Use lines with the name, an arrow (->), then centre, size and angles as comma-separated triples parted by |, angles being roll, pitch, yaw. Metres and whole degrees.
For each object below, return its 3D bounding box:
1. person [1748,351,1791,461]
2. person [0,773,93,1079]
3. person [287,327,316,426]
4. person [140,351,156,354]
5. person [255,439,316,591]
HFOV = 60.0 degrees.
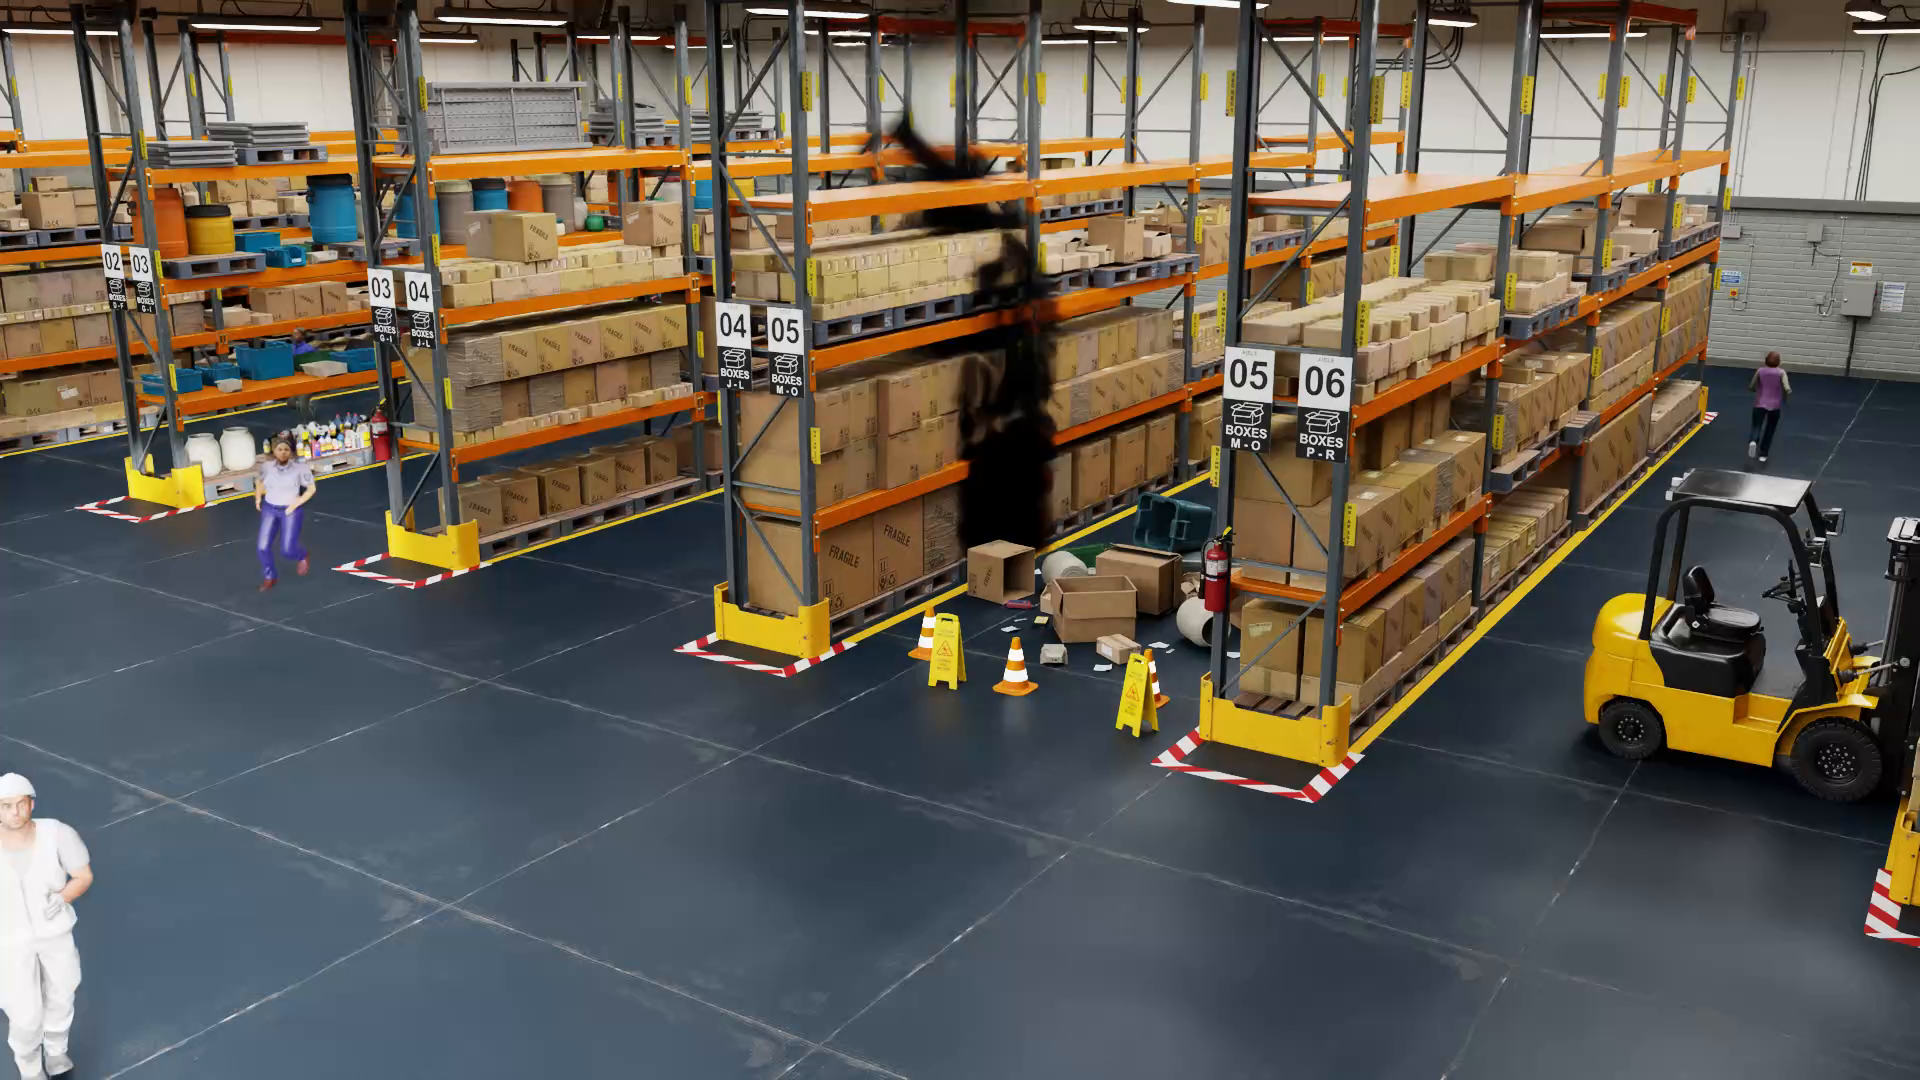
person -> 11.100, -1.821, 22.853 | 0.544, 1.555, 0.705 | 10, 18, 32
person -> -4.750, 2.053, 8.510 | 0.639, 1.792, 0.709 | -11, 19, -35
person -> -9.798, -2.364, 24.761 | 0.575, 1.600, 0.559 | 6, 16, 19
person -> -13.542, -3.295, 27.815 | 0.676, 1.751, 0.945 | 8, 17, 26
person -> -7.043, -0.289, 17.381 | 0.617, 1.574, 0.560 | 0, 16, 1
